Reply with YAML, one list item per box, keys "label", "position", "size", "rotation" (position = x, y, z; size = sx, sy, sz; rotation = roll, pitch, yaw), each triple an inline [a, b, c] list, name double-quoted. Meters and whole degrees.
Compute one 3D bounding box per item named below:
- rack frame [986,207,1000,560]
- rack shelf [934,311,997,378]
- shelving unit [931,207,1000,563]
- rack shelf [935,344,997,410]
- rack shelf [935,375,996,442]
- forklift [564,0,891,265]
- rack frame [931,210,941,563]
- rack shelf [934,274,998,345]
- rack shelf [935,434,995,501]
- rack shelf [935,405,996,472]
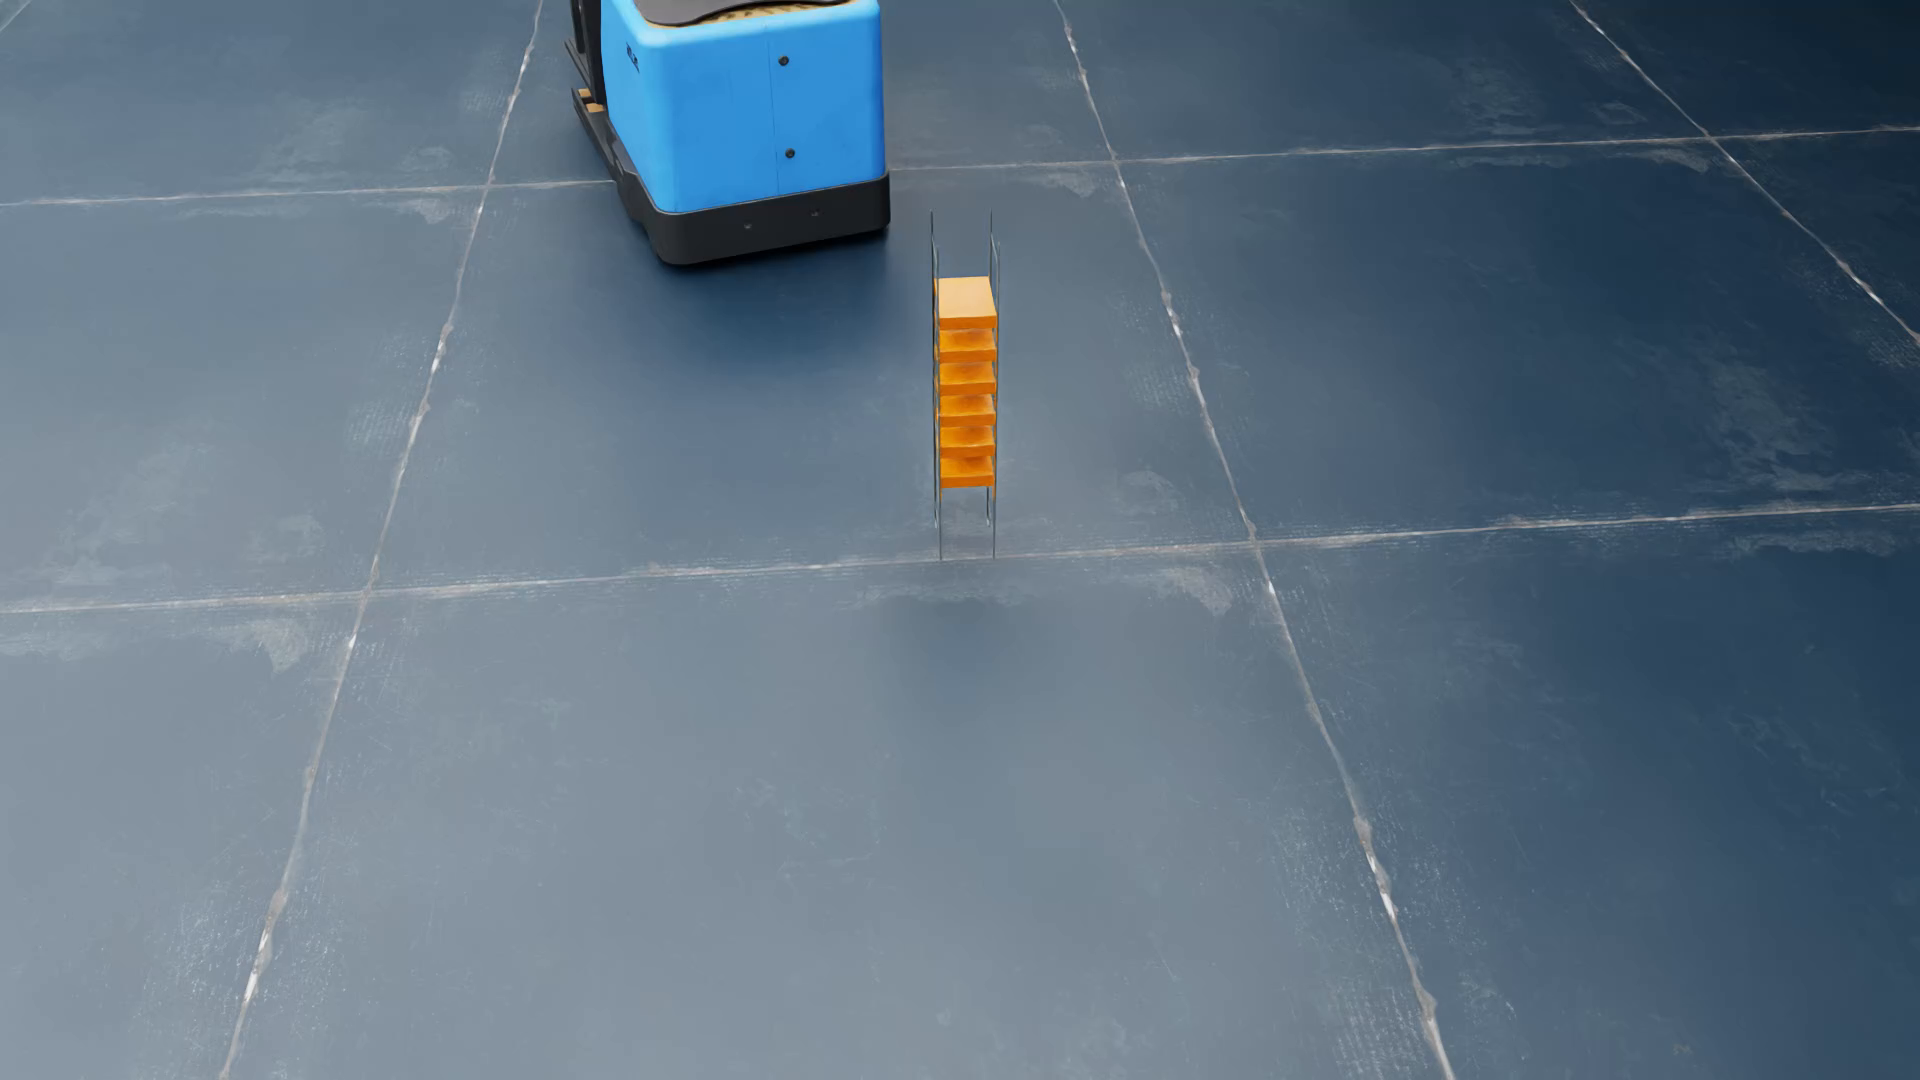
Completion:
- label: "rack frame"
  position: [0.106, -0.477, 5.386]
  size: [0.006, 1.200, 0.240]
  rotation: [-3, 38, -4]
- label: "rack shelf"
  position: [0.014, -0.625, 5.258]
  size: [0.180, 0.103, 0.258]
  rotation: [-3, 38, -4]
- label: "shelving unit"
  position: [0.014, -0.472, 5.379]
  size: [0.189, 1.200, 0.258]
  rotation: [-3, 38, -4]
- label: "rack shelf"
  position: [0.014, -0.531, 5.333]
  size: [0.180, 0.103, 0.258]
  rotation: [-3, 38, -4]
- label: "rack shelf"
  position: [0.014, -0.437, 5.407]
  size: [0.180, 0.103, 0.258]
  rotation: [-3, 38, -4]
- label: "forklift"
  position: [-1.318, -3.246, 7.498]
  size: [1.130, 2.935, 3.031]
  rotation: [-14, 40, -17]
- label: "rack frame"
  position: [-0.077, -0.467, 5.373]
  size: [0.006, 1.200, 0.240]
  rotation: [-3, 38, -4]
- label: "rack shelf"
  position: [0.014, -0.720, 5.184]
  size: [0.180, 0.103, 0.258]
  rotation: [-3, 38, -4]
- label: "rack shelf"
  position: [0.014, -0.249, 5.556]
  size: [0.180, 0.103, 0.258]
  rotation: [-3, 38, -4]
- label: "rack shelf"
  position: [0.014, -0.343, 5.481]
  size: [0.180, 0.103, 0.258]
  rotation: [-3, 38, -4]
